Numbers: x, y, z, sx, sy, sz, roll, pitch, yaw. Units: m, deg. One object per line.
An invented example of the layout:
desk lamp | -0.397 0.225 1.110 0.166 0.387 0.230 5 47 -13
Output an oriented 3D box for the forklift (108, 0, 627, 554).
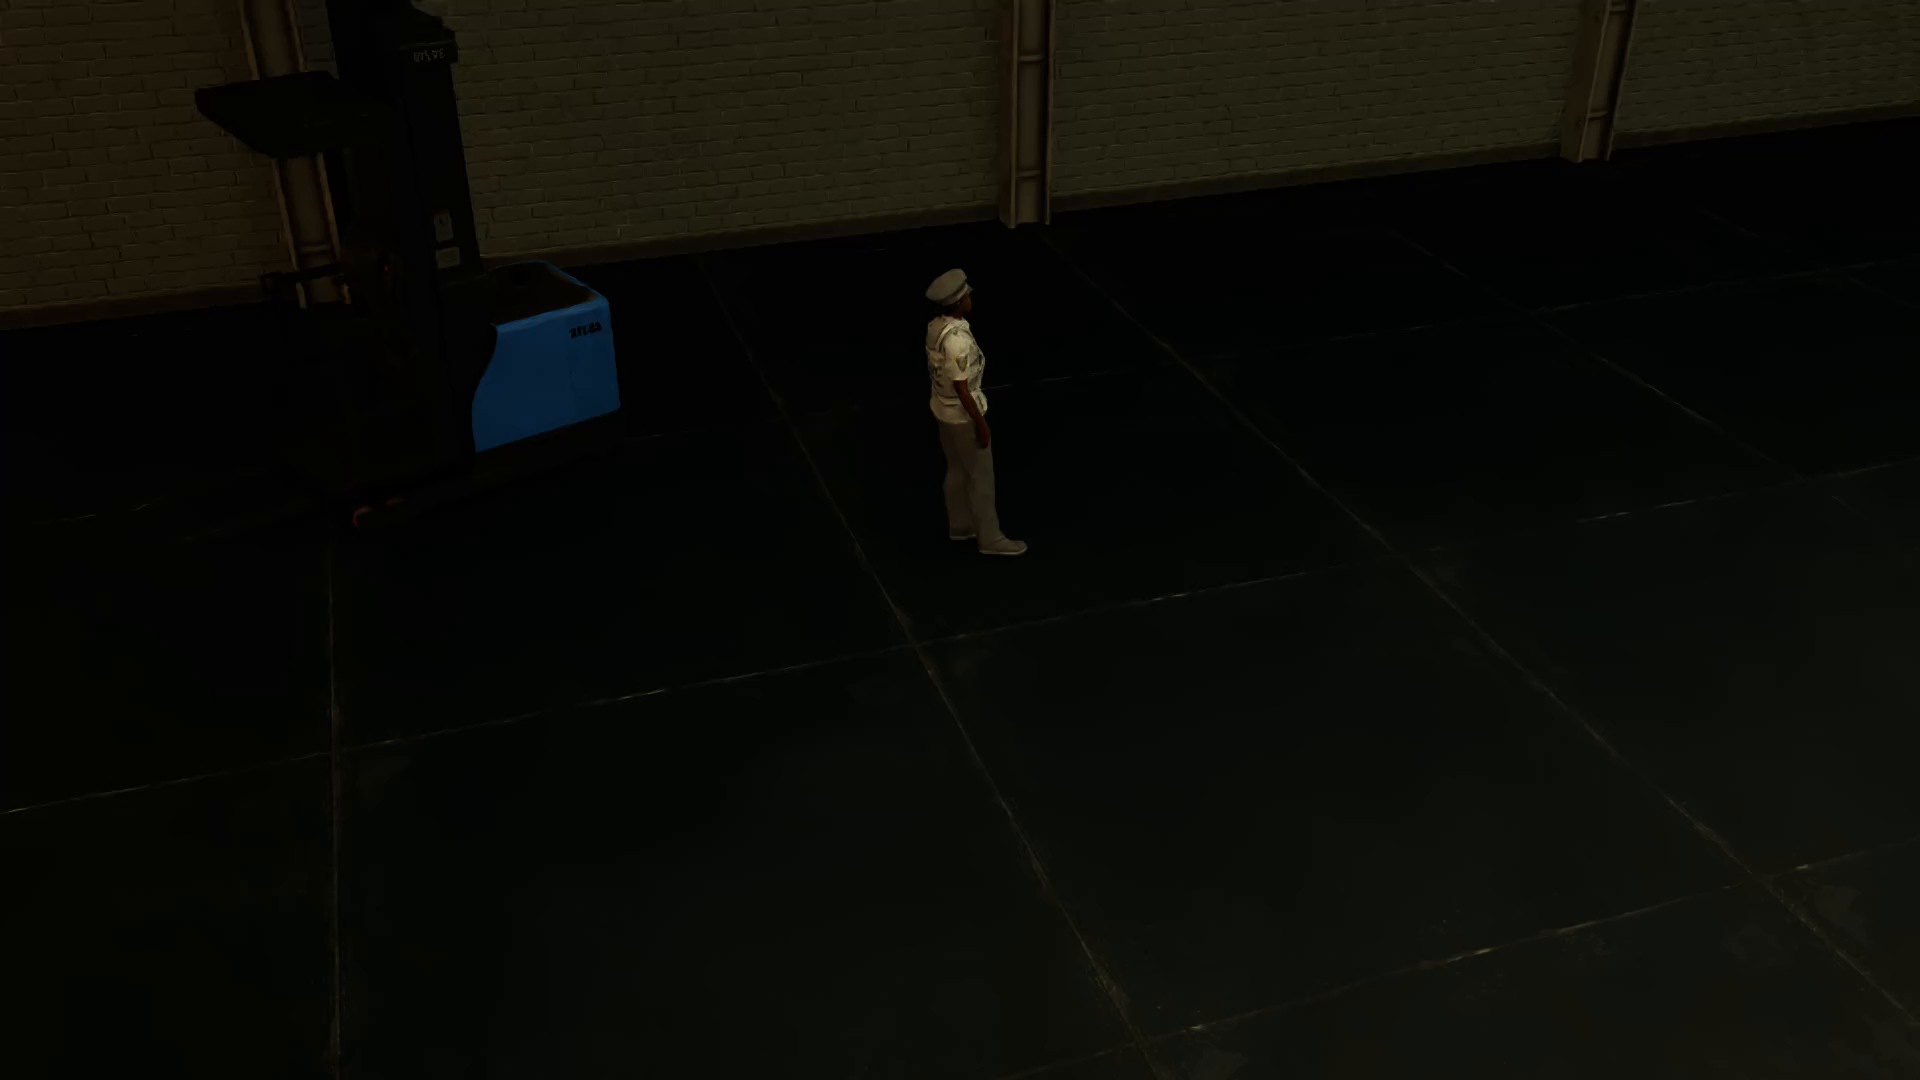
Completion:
forklift | -3.683 -1.603 9.873 3.031 2.935 1.130 -22 36 -33

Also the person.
person | 0.077 -0.744 9.604 0.529 1.695 0.570 -10 31 -16
